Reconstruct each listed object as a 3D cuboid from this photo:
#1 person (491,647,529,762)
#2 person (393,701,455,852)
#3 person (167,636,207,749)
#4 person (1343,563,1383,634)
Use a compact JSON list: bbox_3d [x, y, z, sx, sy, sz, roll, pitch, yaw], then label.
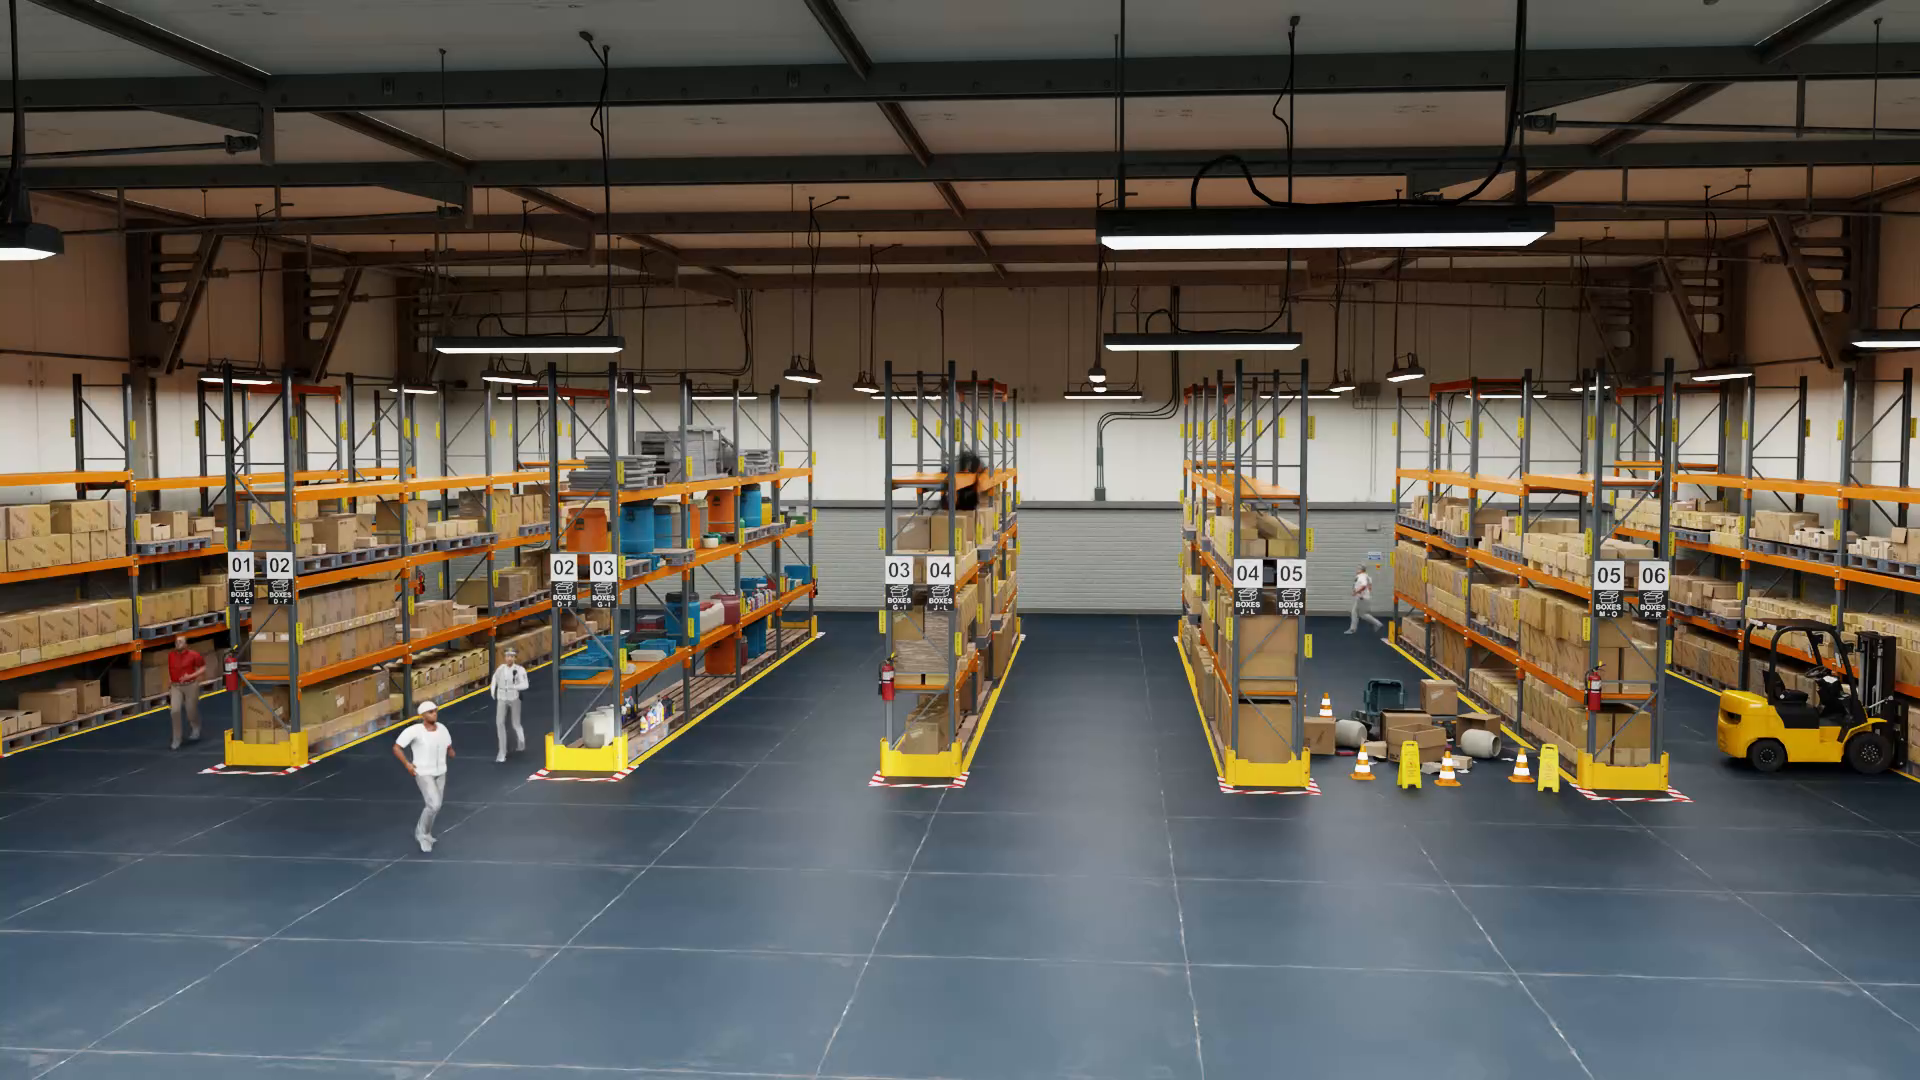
[{"bbox_3d":[-6.914,2.487,25.492,0.620,1.711,0.862,0,4,-1],"label":"person"},{"bbox_3d":[-6.334,2.838,19.903,0.615,1.829,0.696,2,4,32],"label":"person"},{"bbox_3d":[-12.326,2.402,26.527,0.653,1.787,0.830,0,4,-5],"label":"person"},{"bbox_3d":[9.817,1.435,40.491,0.943,1.770,0.659,1,4,17],"label":"person"}]
